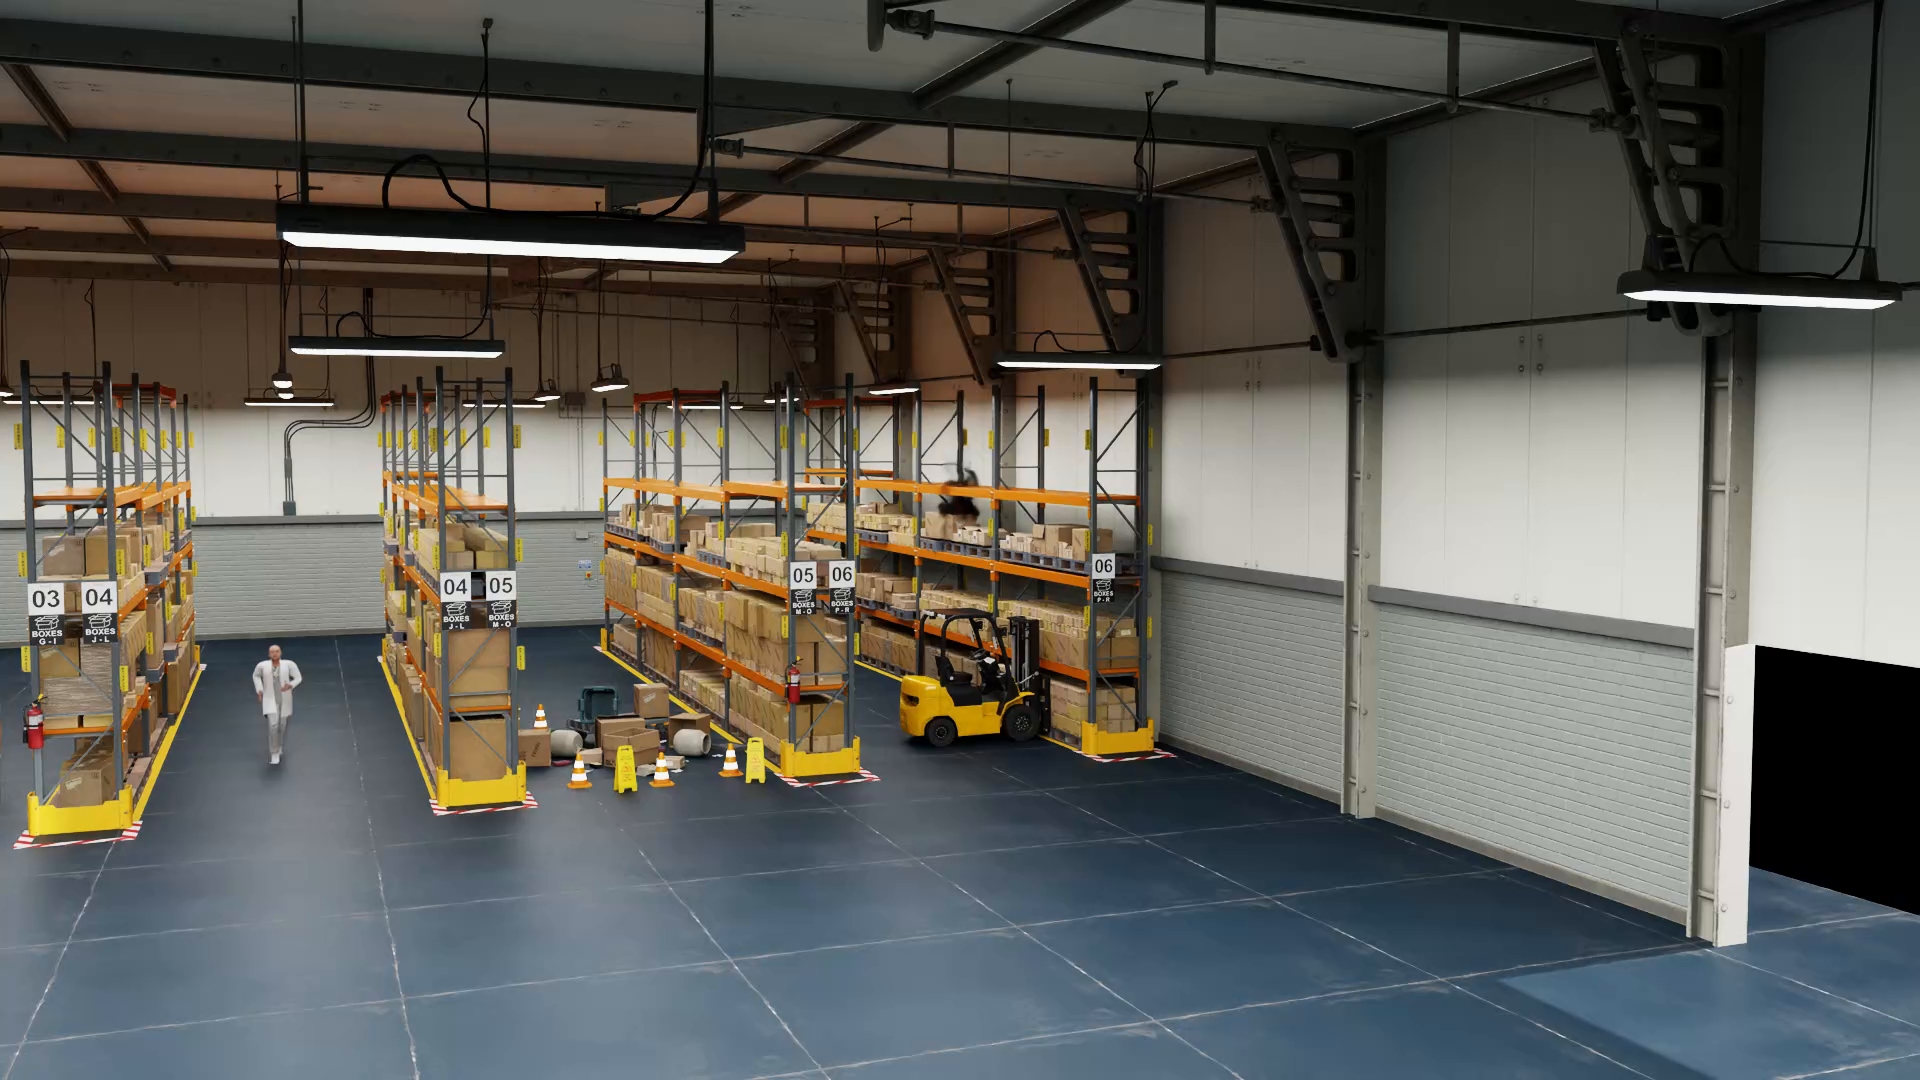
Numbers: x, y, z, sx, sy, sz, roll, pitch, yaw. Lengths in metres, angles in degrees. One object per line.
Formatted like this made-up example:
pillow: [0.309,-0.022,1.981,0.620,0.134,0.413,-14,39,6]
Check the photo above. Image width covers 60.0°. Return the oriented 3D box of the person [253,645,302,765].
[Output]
person: [-10.677,2.543,26.035,0.695,1.829,0.895,-2,4,-28]
